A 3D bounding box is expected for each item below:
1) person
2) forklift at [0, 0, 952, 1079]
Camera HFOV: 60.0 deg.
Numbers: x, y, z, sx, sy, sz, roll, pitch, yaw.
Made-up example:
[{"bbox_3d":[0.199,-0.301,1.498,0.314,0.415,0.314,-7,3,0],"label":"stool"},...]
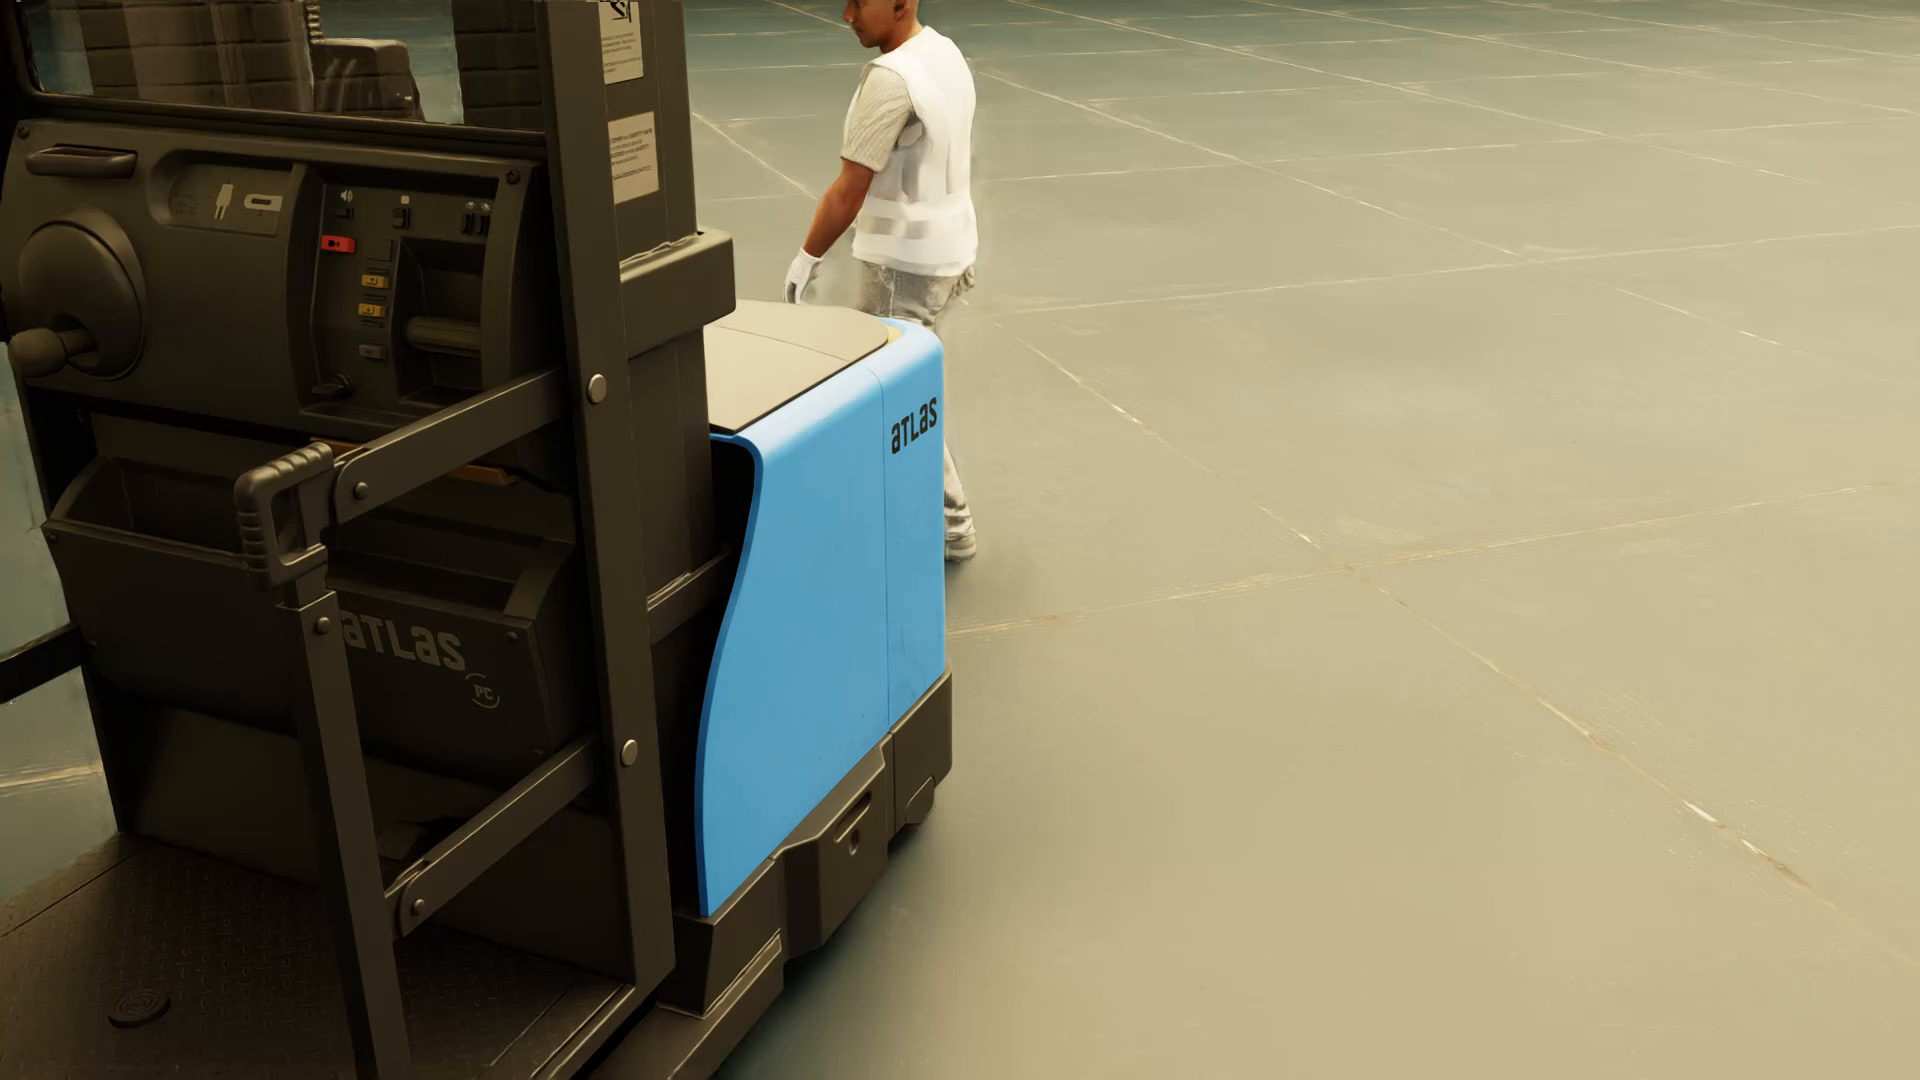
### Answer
[{"bbox_3d":[-0.178,-0.819,4.794,0.514,1.752,0.698,5,23,12],"label":"person"},{"bbox_3d":[-1.069,-0.351,2.133,1.130,2.935,3.031,10,25,22],"label":"forklift"}]
